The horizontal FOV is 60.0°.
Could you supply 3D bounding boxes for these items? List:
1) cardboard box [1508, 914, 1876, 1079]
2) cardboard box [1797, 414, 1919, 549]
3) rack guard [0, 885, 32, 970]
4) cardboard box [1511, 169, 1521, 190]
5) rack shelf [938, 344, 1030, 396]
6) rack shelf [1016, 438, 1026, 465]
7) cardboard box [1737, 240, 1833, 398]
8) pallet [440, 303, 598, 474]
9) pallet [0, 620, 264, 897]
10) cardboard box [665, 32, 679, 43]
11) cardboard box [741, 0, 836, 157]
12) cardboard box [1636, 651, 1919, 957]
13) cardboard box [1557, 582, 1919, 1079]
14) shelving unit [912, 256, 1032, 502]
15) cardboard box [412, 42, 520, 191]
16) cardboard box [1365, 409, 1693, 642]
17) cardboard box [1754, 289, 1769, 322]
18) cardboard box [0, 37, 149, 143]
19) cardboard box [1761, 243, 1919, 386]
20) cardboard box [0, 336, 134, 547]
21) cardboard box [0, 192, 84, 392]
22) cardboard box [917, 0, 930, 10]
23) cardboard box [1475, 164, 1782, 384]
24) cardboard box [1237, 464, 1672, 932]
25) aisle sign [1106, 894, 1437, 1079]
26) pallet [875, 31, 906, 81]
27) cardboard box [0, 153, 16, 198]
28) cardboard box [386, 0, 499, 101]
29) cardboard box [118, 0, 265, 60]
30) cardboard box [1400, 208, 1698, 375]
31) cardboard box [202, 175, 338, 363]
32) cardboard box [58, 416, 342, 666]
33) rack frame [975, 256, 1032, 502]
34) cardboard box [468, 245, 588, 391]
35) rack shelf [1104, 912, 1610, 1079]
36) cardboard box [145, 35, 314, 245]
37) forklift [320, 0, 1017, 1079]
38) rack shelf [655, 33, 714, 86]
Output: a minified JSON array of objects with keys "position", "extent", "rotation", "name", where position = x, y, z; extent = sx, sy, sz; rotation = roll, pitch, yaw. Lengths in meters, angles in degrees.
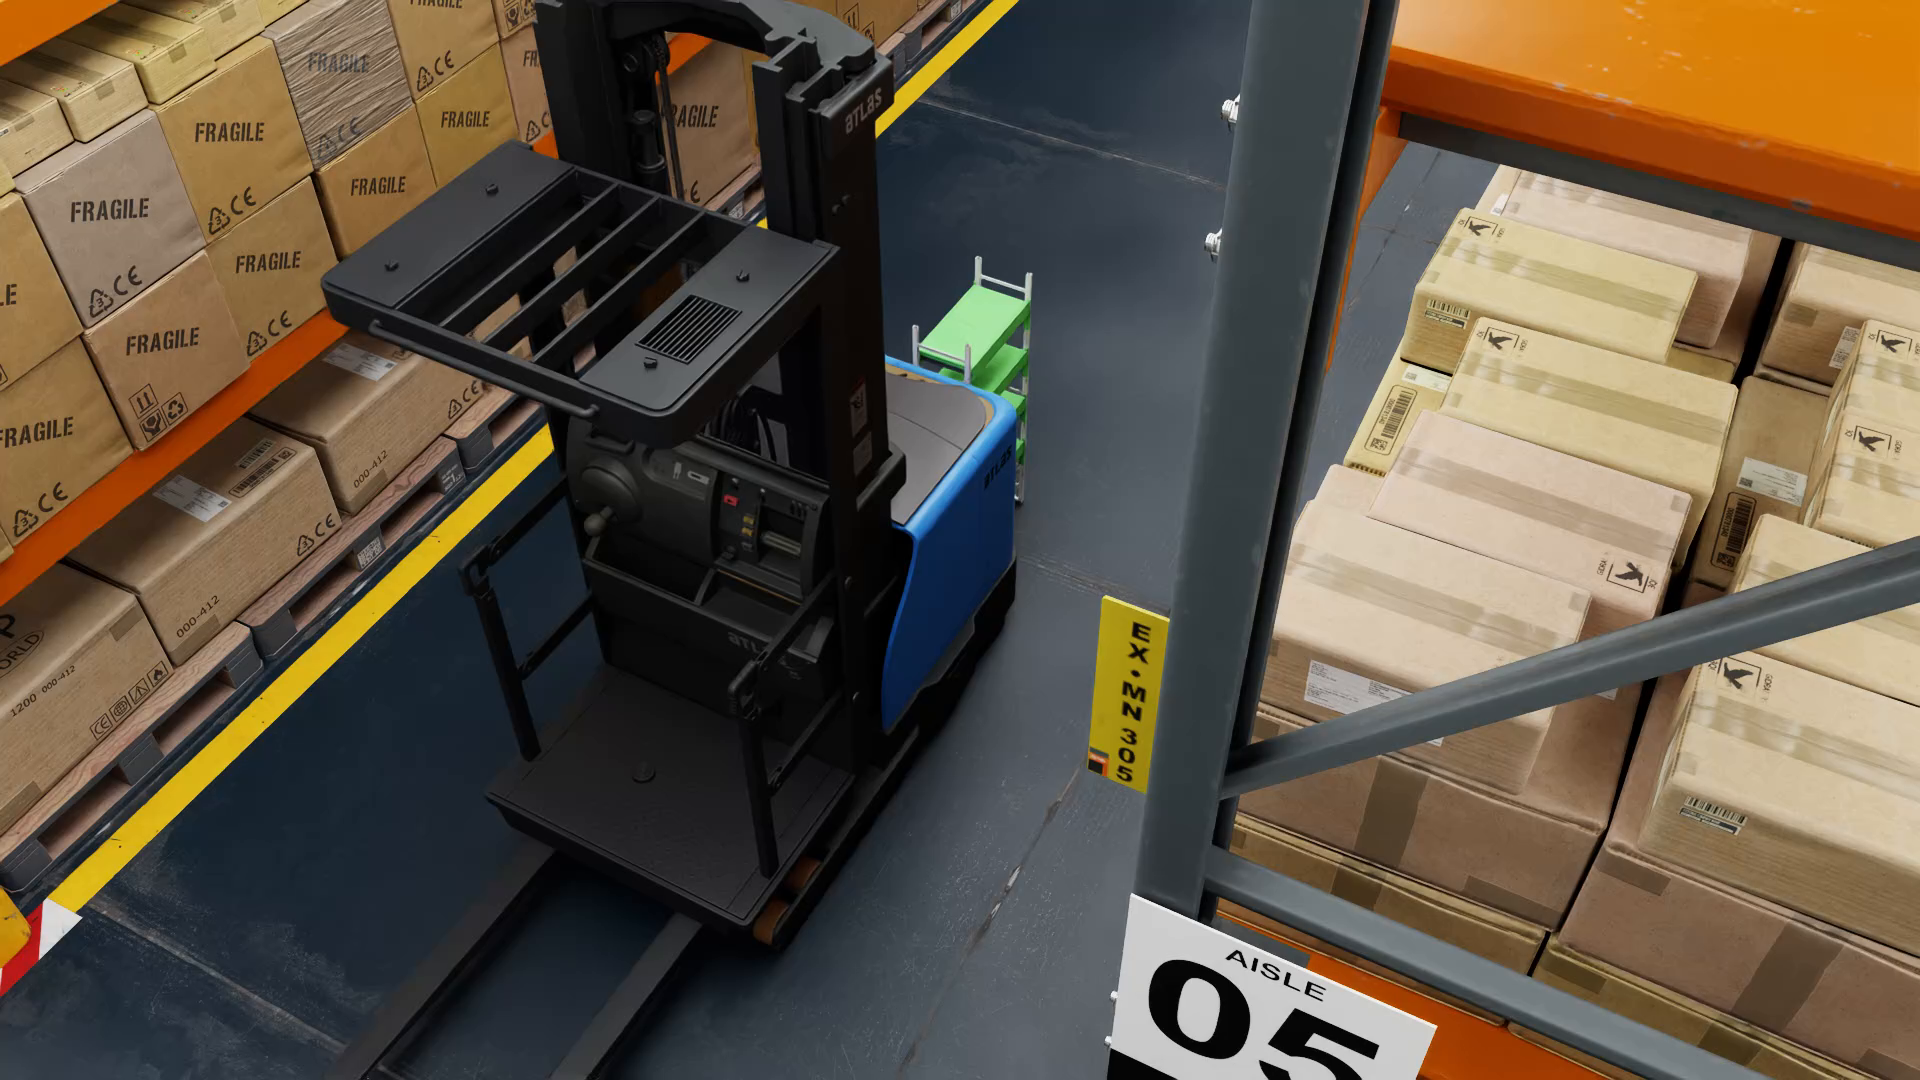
[{"position":[1.125,0.556,2.368],"extent":[0.500,0.250,0.500],"rotation":[22,49,20],"name":"cardboard box"},{"position":[1.367,0.008,2.278],"extent":[0.380,0.149,0.250],"rotation":[20,49,19],"name":"cardboard box"},{"position":[-3.753,1.079,5.612],"extent":[1.175,0.500,0.348],"rotation":[20,49,19],"name":"rack guard"},{"position":[1.206,-0.664,2.942],"extent":[0.380,0.149,0.250],"rotation":[21,49,20],"name":"cardboard box"},{"position":[0.050,-0.602,6.534],"extent":[0.258,0.148,0.480],"rotation":[21,49,20],"name":"rack shelf"},{"position":[0.050,-0.265,6.875],"extent":[0.258,0.148,0.480],"rotation":[21,49,20],"name":"rack shelf"},{"position":[1.610,-0.256,2.819],"extent":[0.500,0.250,0.500],"rotation":[21,49,19],"name":"cardboard box"},{"position":[-2.307,-0.901,7.772],"extent":[1.003,0.211,1.213],"rotation":[20,49,19],"name":"pallet"},{"position":[-3.440,0.636,6.253],"extent":[1.003,0.211,1.213],"rotation":[20,49,19],"name":"pallet"},{"position":[-1.447,-2.472,7.469],"extent":[0.500,0.250,0.500],"rotation":[19,48,18],"name":"cardboard box"},{"position":[-1.255,-2.724,8.812],"extent":[0.875,0.875,0.875],"rotation":[22,49,20],"name":"cardboard box"},{"position":[1.042,0.310,1.980],"extent":[0.380,0.149,0.250],"rotation":[20,49,19],"name":"cardboard box"},{"position":[1.128,0.382,2.189],"extent":[0.500,0.250,0.500],"rotation":[21,49,20],"name":"cardboard box"},{"position":[0.050,-0.479,6.659],"extent":[0.258,1.200,0.503],"rotation":[21,49,20],"name":"shelving unit"},{"position":[-2.107,-1.667,6.498],"extent":[0.500,0.500,0.500],"rotation":[19,48,18],"name":"cardboard box"},{"position":[0.766,0.002,2.284],"extent":[0.380,0.149,0.250],"rotation":[21,49,20],"name":"cardboard box"},{"position":[1.850,-0.425,3.337],"extent":[0.500,0.250,0.500],"rotation":[20,49,19],"name":"cardboard box"},{"position":[-2.716,-1.374,5.050],"extent":[0.380,0.149,0.250],"rotation":[21,49,19],"name":"cardboard box"},{"position":[1.506,-0.342,2.624],"extent":[0.380,0.149,0.250],"rotation":[22,49,20],"name":"cardboard box"},{"position":[-3.054,-0.385,5.231],"extent":[0.500,0.500,0.500],"rotation":[20,49,19],"name":"cardboard box"},{"position":[-3.033,-0.737,4.877],"extent":[0.500,0.500,0.500],"rotation":[19,48,18],"name":"cardboard box"},{"position":[-0.422,-3.848,9.922],"extent":[0.875,0.875,0.875],"rotation":[20,49,19],"name":"cardboard box"},{"position":[1.155,-0.440,3.001],"extent":[0.500,0.250,0.500],"rotation":[21,49,20],"name":"cardboard box"},{"position":[0.678,0.204,2.364],"extent":[0.500,0.250,0.500],"rotation":[19,48,18],"name":"cardboard box"},{"position":[0.390,0.789,2.313],"extent":[0.394,0.787,0.004],"rotation":[20,49,19],"name":"aisle sign"},{"position":[-1.028,-2.637,9.488],"extent":[1.003,0.211,1.213],"rotation":[20,49,19],"name":"pallet"},{"position":[-2.944,-1.048,4.727],"extent":[0.380,0.149,0.250],"rotation":[19,48,18],"name":"cardboard box"},{"position":[-2.102,-2.016,6.140],"extent":[0.500,0.500,0.500],"rotation":[20,49,18],"name":"cardboard box"},{"position":[-2.496,-1.706,5.378],"extent":[0.380,0.149,0.250],"rotation":[20,49,19],"name":"cardboard box"},{"position":[0.930,-0.355,2.637],"extent":[0.380,0.149,0.250],"rotation":[21,49,20],"name":"cardboard box"},{"position":[-2.584,-1.021,5.860],"extent":[0.500,0.500,0.500],"rotation":[22,49,20],"name":"cardboard box"},{"position":[-3.106,-0.090,6.516],"extent":[0.875,0.438,0.875],"rotation":[22,49,20],"name":"cardboard box"},{"position":[0.167,-0.631,6.810],"extent":[0.240,1.200,0.015],"rotation":[21,49,20],"name":"rack frame"},{"position":[-2.271,-1.221,7.634],"extent":[0.875,0.438,0.875],"rotation":[20,49,19],"name":"cardboard box"},{"position":[1.618,-0.305,3.620],"extent":[1.077,0.370,4.000],"rotation":[20,49,19],"name":"rack shelf"},{"position":[-2.570,-1.379,5.510],"extent":[0.500,0.500,0.500],"rotation":[21,49,19],"name":"cardboard box"},{"position":[-0.928,-0.025,4.994],"extent":[1.130,2.935,3.031],"rotation":[21,49,20],"name":"forklift"},{"position":[-0.956,-3.342,8.729],"extent":[1.077,0.370,4.000],"rotation":[20,49,19],"name":"rack shelf"}]
